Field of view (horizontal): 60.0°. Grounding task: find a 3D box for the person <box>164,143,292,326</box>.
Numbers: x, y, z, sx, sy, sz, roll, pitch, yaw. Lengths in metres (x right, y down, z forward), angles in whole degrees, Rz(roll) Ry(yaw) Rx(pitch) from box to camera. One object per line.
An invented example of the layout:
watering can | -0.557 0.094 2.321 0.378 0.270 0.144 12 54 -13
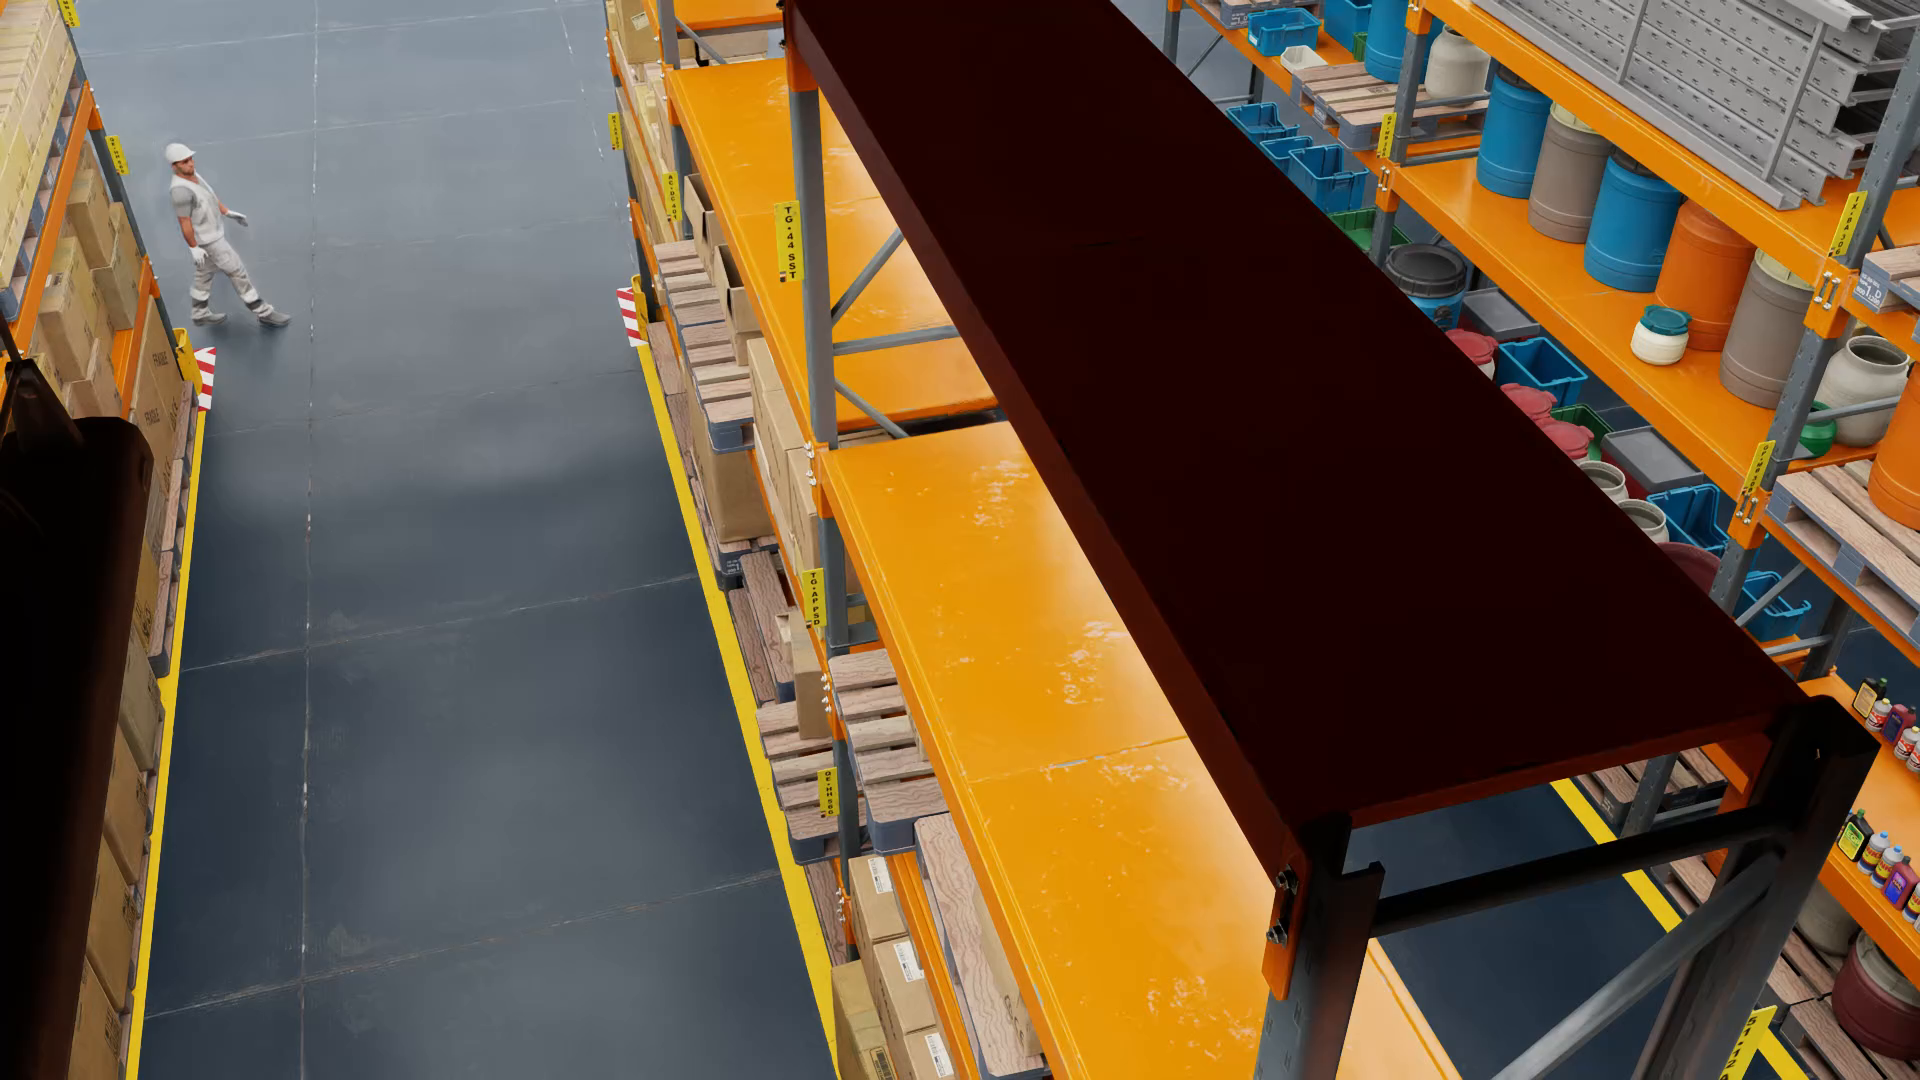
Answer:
person | -6.636 -2.727 14.836 0.843 1.775 0.566 -15 41 -18
